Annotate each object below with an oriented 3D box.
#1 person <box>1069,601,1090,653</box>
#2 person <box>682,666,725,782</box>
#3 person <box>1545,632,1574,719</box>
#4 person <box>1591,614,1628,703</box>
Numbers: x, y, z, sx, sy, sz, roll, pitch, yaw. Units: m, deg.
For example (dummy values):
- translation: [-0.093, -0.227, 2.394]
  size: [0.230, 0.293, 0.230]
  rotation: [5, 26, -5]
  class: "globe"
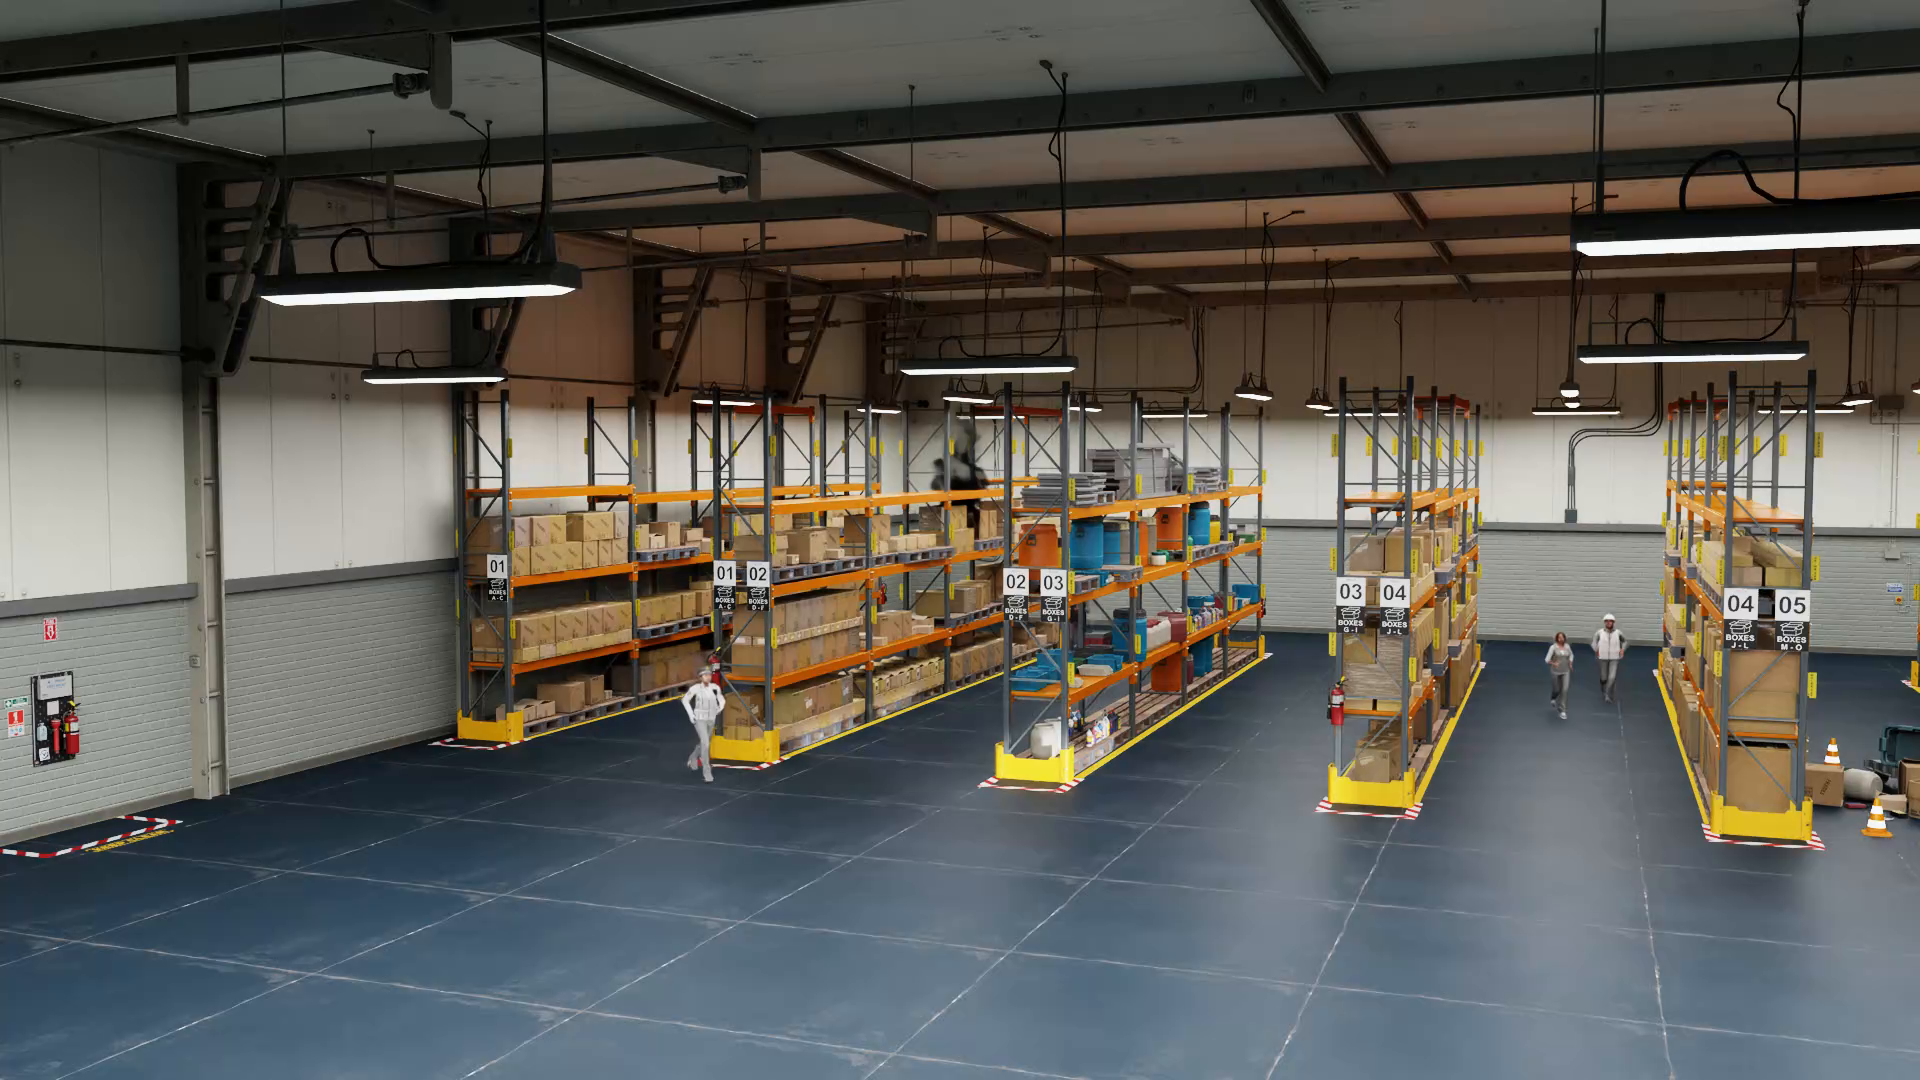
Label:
- translation: [2.517, 1.840, 36.267]
  size: [0.652, 1.756, 0.892]
  rotation: [1, 3, 12]
  class: "person"
- translation: [-3.876, 2.754, 25.286]
  size: [0.626, 1.707, 0.842]
  rotation: [-2, 4, -37]
  class: "person"
- translation: [11.183, 2.500, 30.995]
  size: [0.538, 1.591, 0.833]
  rotation: [0, 3, 7]
  class: "person"
- translation: [12.844, 2.339, 32.881]
  size: [0.676, 1.740, 0.814]
  rotation: [1, 3, 20]
  class: "person"
